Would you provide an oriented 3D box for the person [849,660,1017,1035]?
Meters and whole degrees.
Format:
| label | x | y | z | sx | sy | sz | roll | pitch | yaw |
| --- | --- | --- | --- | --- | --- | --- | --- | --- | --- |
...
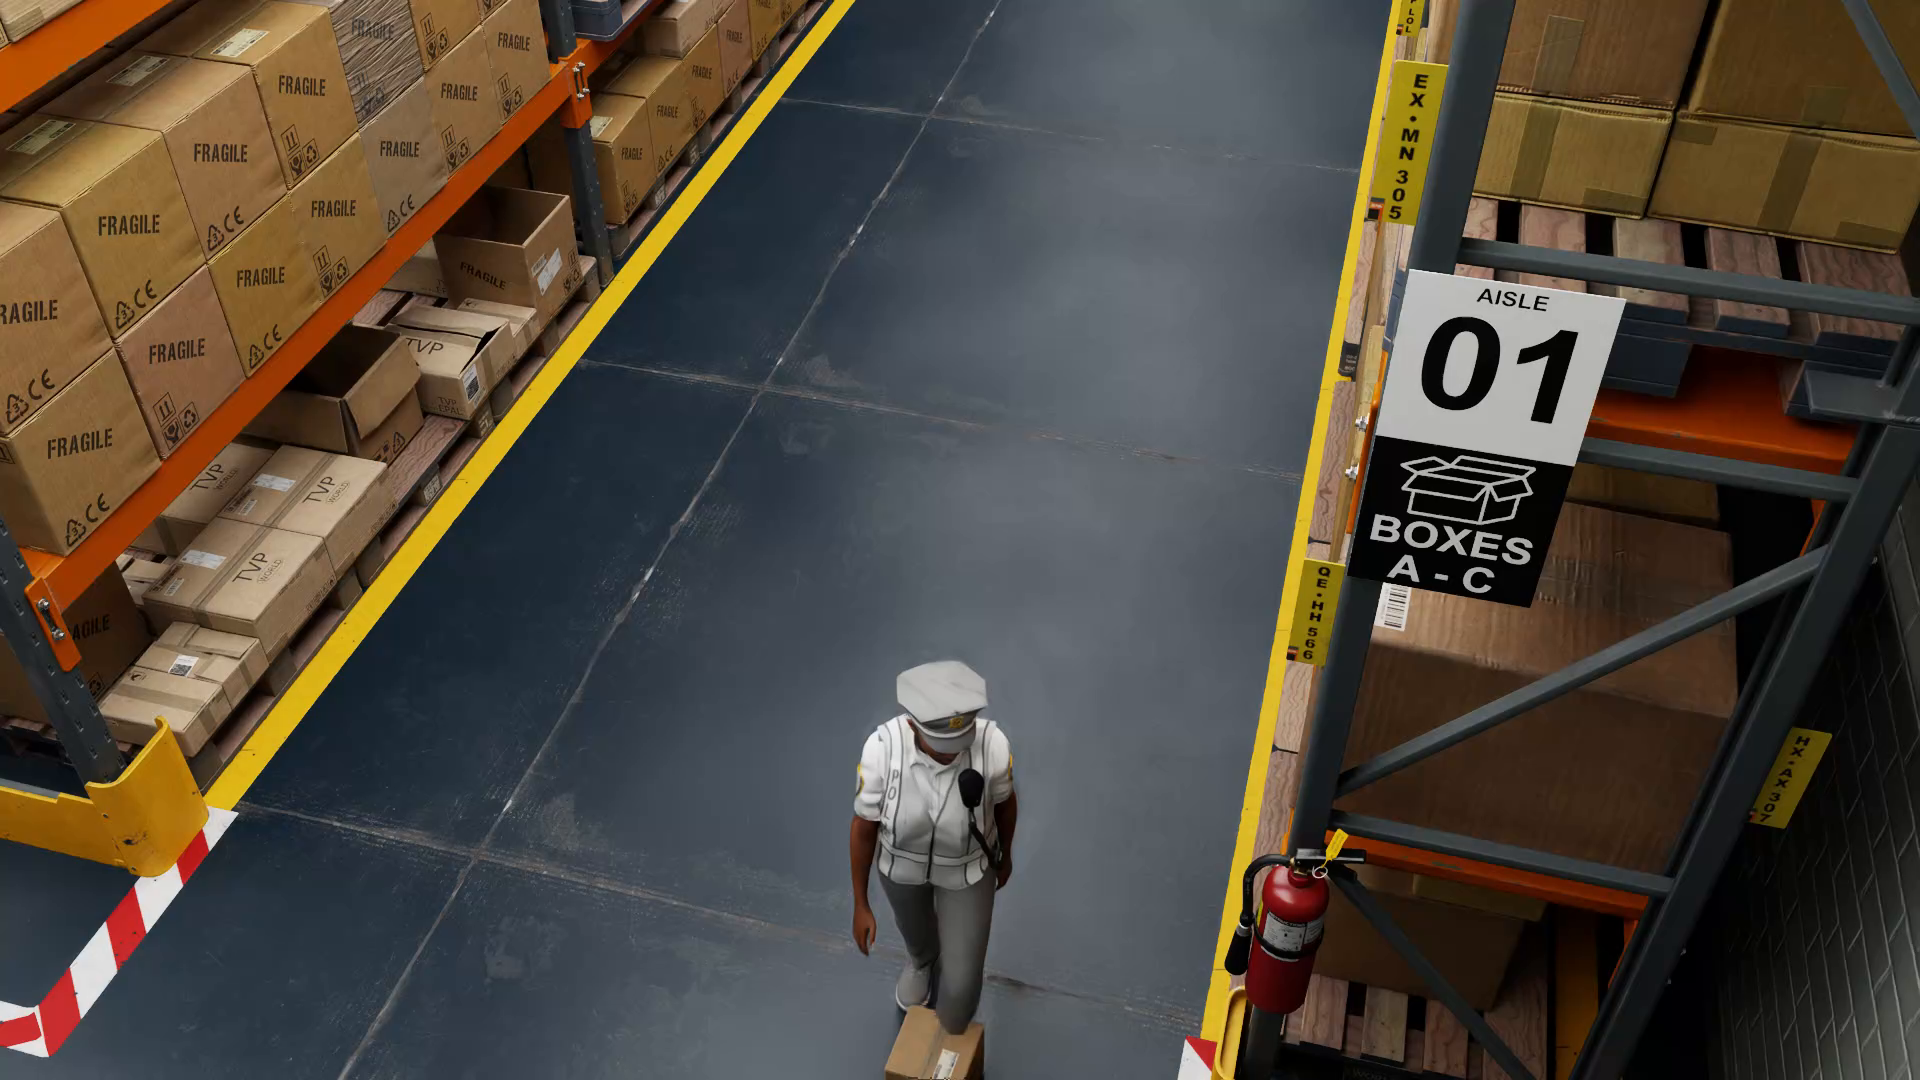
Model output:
| label | x | y | z | sx | sy | sz | roll | pitch | yaw |
| --- | --- | --- | --- | --- | --- | --- | --- | --- | --- |
| person | -0.074 | 1.007 | 5.032 | 0.467 | 1.716 | 0.574 | 5 | 42 | 6 |
